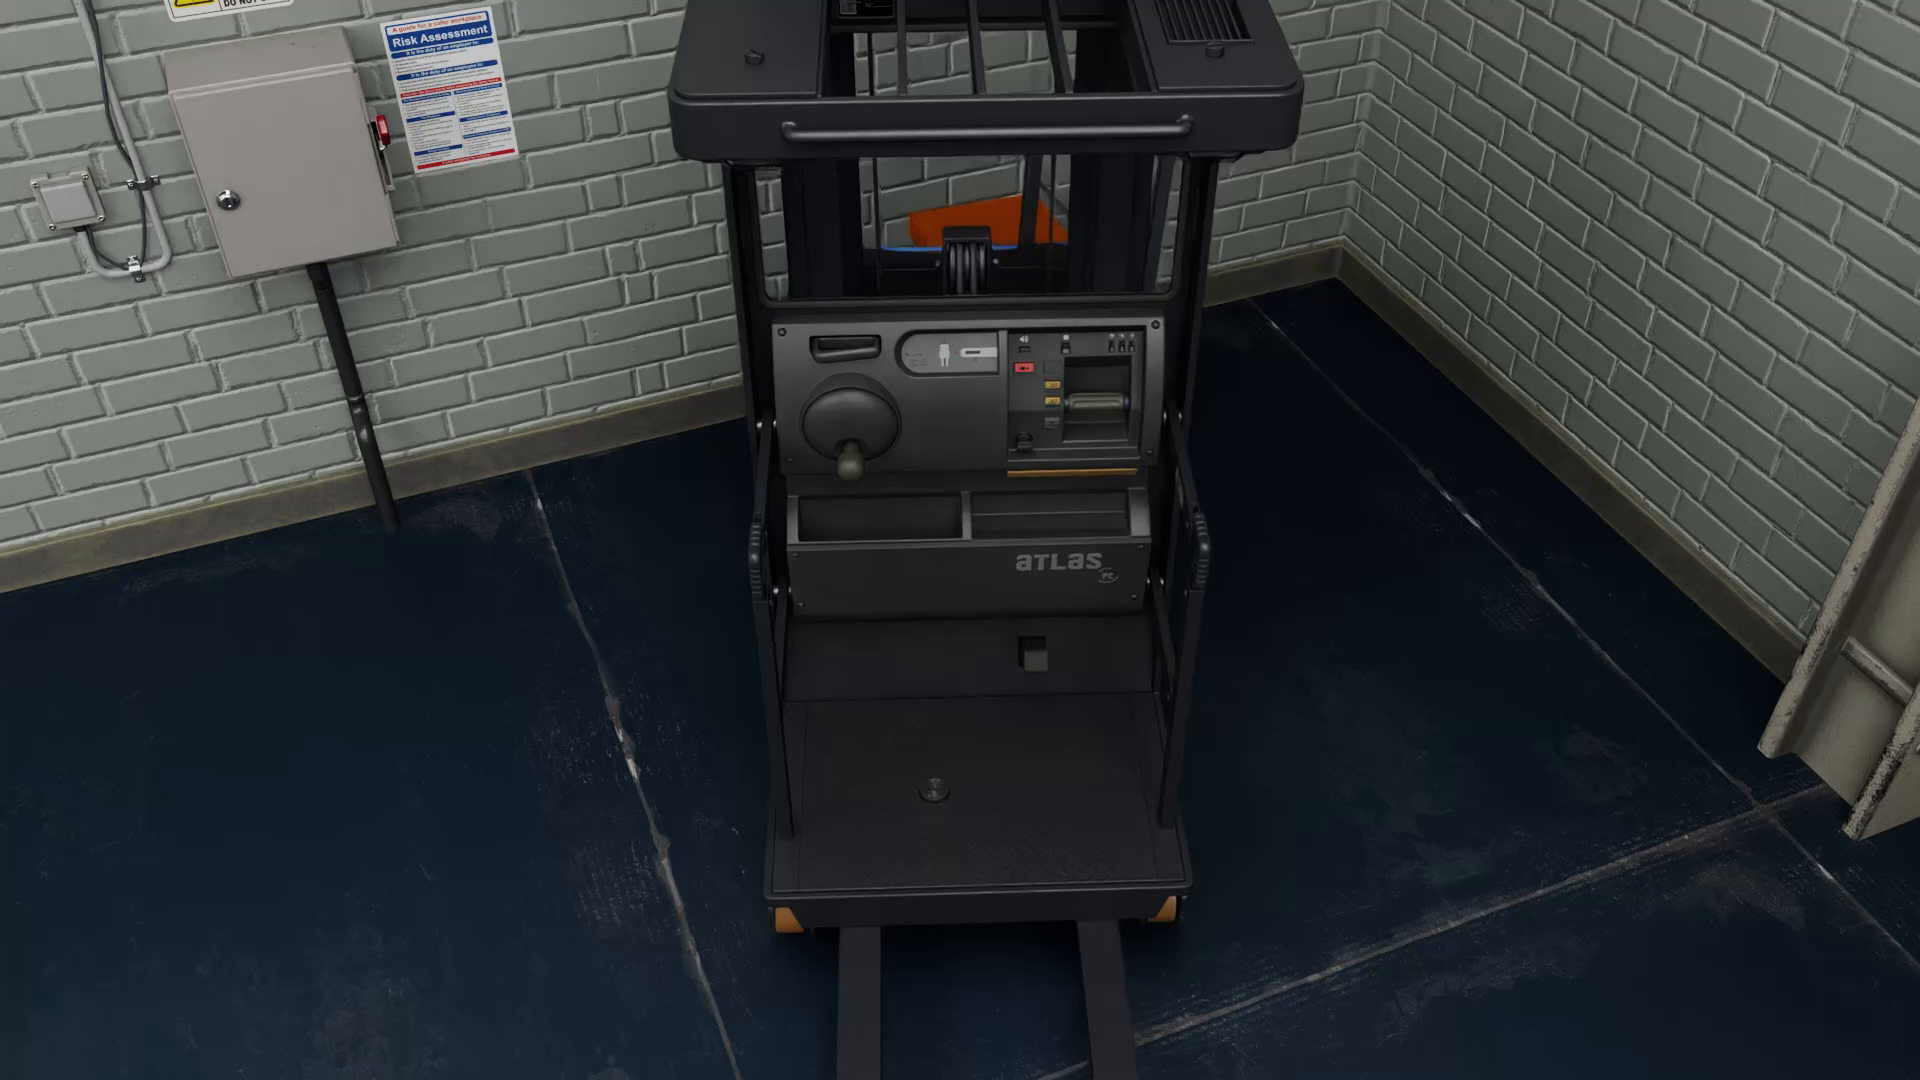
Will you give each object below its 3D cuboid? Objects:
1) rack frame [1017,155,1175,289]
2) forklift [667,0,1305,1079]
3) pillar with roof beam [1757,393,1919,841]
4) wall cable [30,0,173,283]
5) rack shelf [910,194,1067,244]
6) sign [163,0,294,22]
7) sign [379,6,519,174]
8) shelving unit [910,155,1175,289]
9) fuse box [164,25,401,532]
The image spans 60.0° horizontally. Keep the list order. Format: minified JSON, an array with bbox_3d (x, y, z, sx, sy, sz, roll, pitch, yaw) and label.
[{"bbox_3d":[0.399,-0.732,5.451,0.500,1.500,0.032,-13,45,-18],"label":"rack frame"},{"bbox_3d":[0.033,-0.265,3.810,1.130,2.935,3.031,-1,41,-2],"label":"forklift"},{"bbox_3d":[-1.354,-1.635,0.749,9.100,9.000,0.400,-15,43,-17],"label":"pillar with roof beam"},{"bbox_3d":[-2.636,-1.481,4.393,0.588,1.984,0.122,-15,43,-17],"label":"wall cable"},{"bbox_3d":[0.199,-0.925,5.913,0.538,0.185,1.000,-13,45,-18],"label":"rack shelf"},{"bbox_3d":[-2.075,-1.596,4.672,0.339,0.242,0.001,-15,43,-17],"label":"sign"},{"bbox_3d":[-1.568,-1.384,5.131,0.329,0.494,0.001,-15,43,-17],"label":"sign"},{"bbox_3d":[0.204,-1.063,5.798,0.587,1.500,1.083,-13,45,-18],"label":"shelving unit"},{"bbox_3d":[-1.945,-0.683,5.232,0.539,1.711,0.414,-15,43,-17],"label":"fuse box"}]
